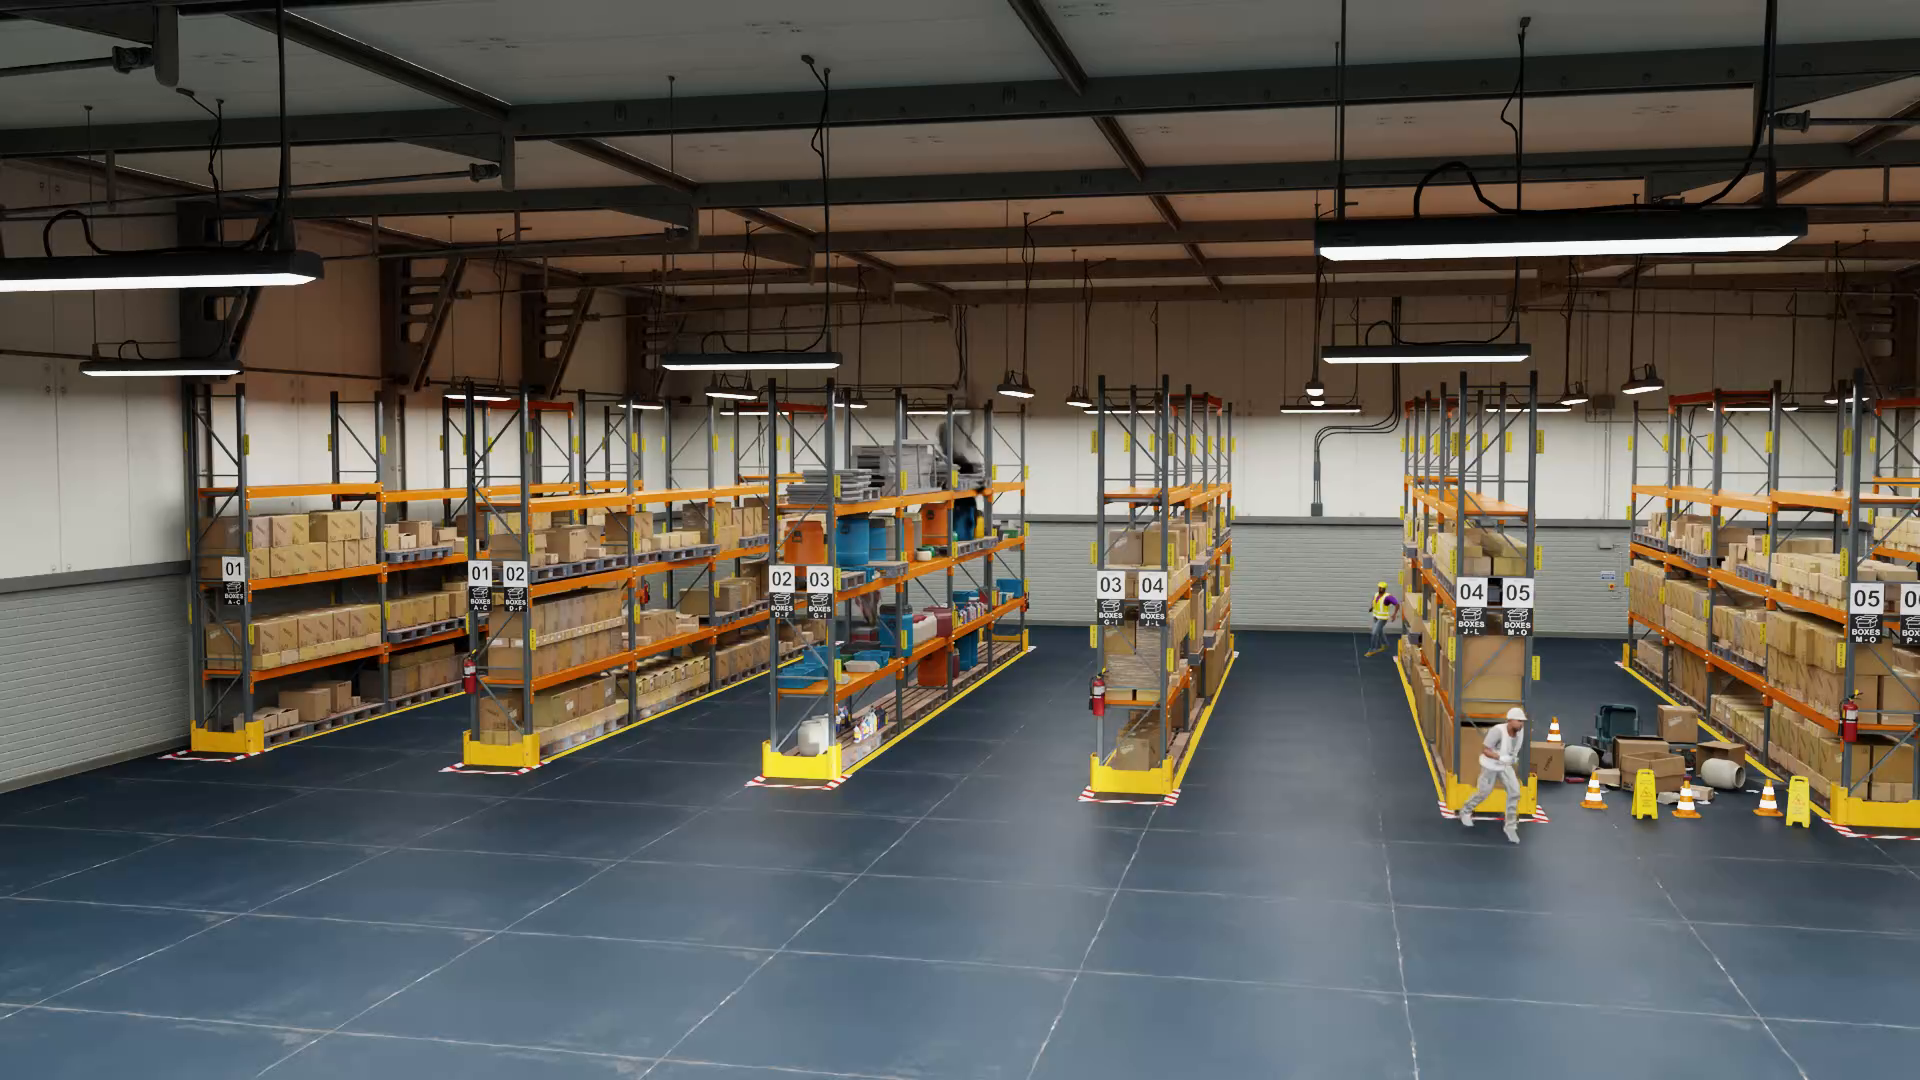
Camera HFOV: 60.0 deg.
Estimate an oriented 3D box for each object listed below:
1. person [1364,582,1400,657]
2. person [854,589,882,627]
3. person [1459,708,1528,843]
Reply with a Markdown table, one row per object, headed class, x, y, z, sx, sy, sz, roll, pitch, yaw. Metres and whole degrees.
| class | x | y | z | sx | sy | sz | roll | pitch | yaw |
| --- | --- | --- | --- | --- | --- | --- | --- | --- | --- |
| person | 9.972 | 1.875 | 39.319 | 0.863 | 1.799 | 0.757 | -2 | 4 | -25 |
| person | -2.307 | 1.735 | 42.084 | 0.760 | 1.763 | 0.770 | -2 | 4 | -34 |
| person | 6.833 | 2.959 | 21.297 | 0.730 | 1.731 | 1.040 | -2 | 4 | -31 |
